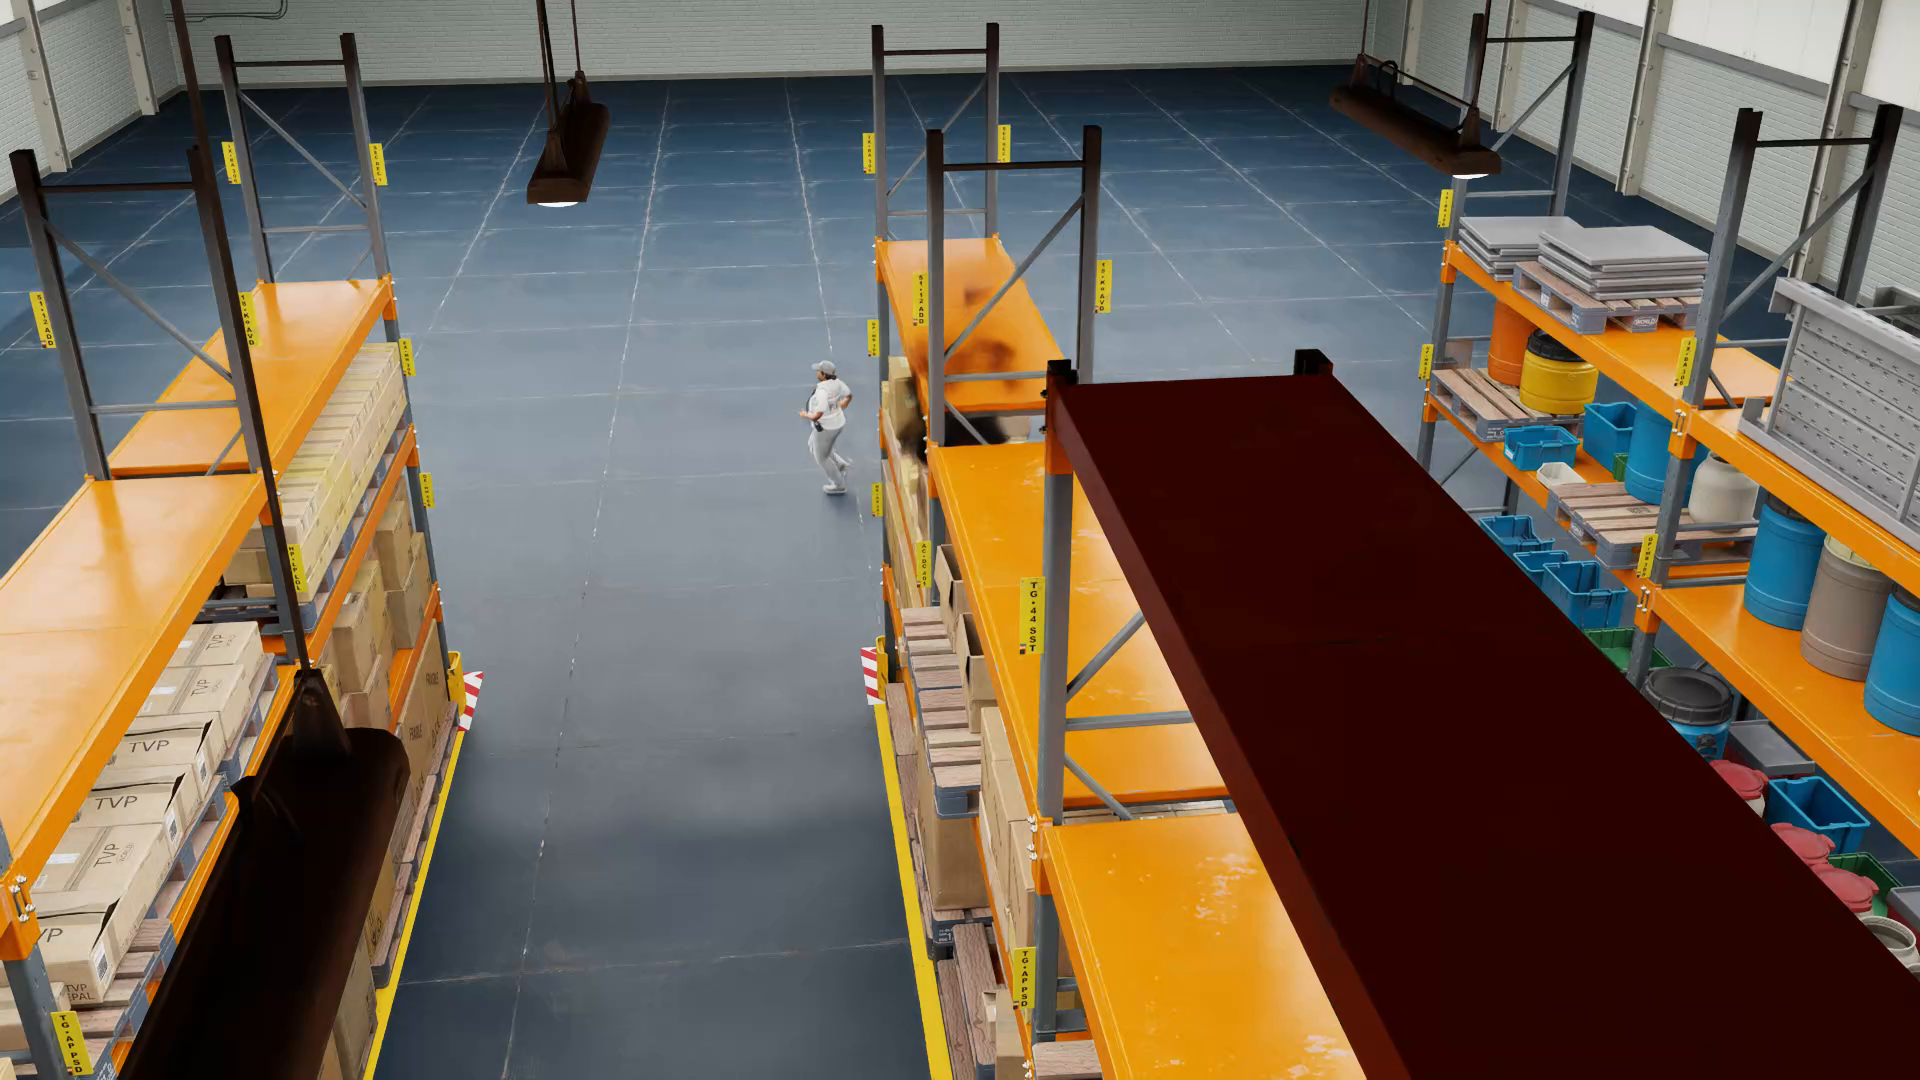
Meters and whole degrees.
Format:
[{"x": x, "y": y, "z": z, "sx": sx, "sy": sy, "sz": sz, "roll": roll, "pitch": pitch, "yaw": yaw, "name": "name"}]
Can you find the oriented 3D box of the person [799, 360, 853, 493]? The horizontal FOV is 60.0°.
[{"x": -1.594, "y": -1.332, "z": 19.413, "sx": 0.559, "sy": 1.610, "sz": 0.606, "roll": 8, "pitch": 27, "yaw": 15, "name": "person"}]
